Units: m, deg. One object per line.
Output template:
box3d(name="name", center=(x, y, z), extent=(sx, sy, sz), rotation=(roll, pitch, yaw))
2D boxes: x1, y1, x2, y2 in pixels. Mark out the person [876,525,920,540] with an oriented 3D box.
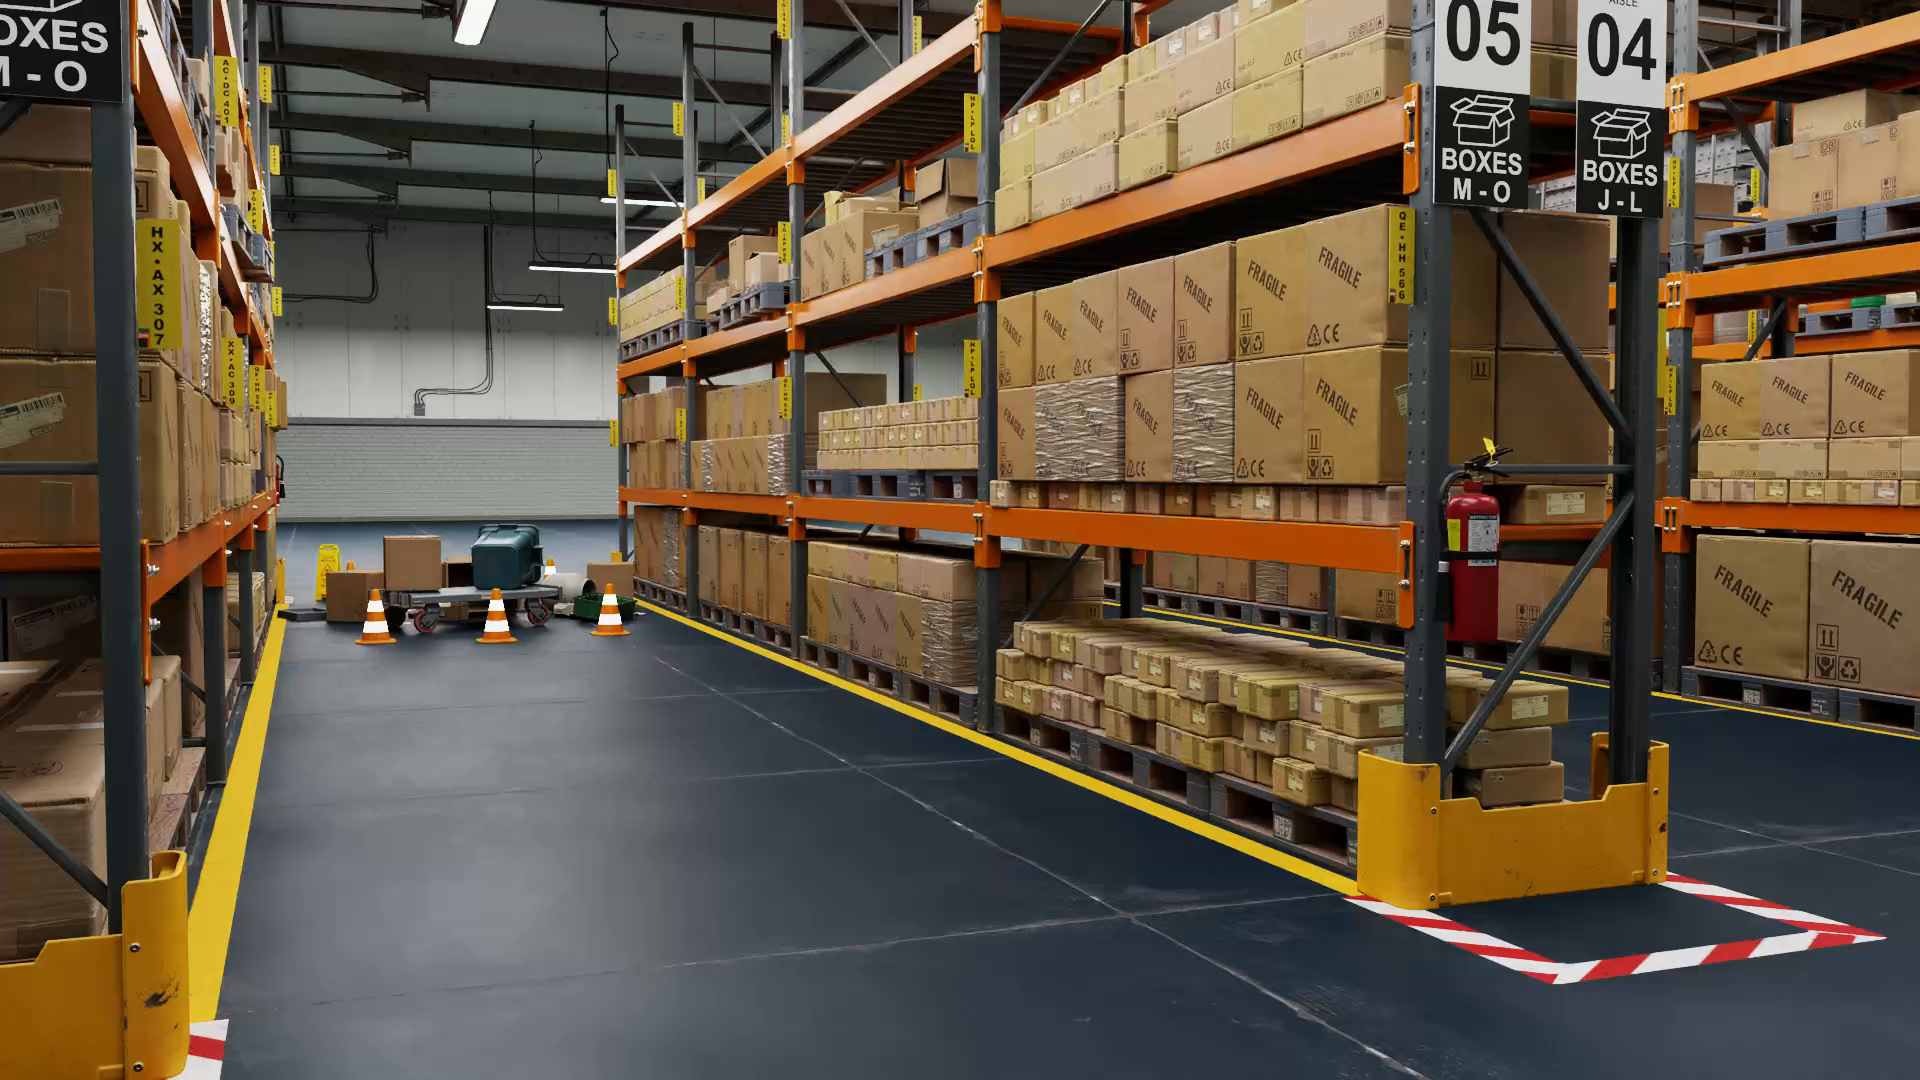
box3d(name="person", center=(-0.700, -0.104, 18.086), extent=(0.477, 1.672, 0.437), rotation=(-1, 3, -30))
